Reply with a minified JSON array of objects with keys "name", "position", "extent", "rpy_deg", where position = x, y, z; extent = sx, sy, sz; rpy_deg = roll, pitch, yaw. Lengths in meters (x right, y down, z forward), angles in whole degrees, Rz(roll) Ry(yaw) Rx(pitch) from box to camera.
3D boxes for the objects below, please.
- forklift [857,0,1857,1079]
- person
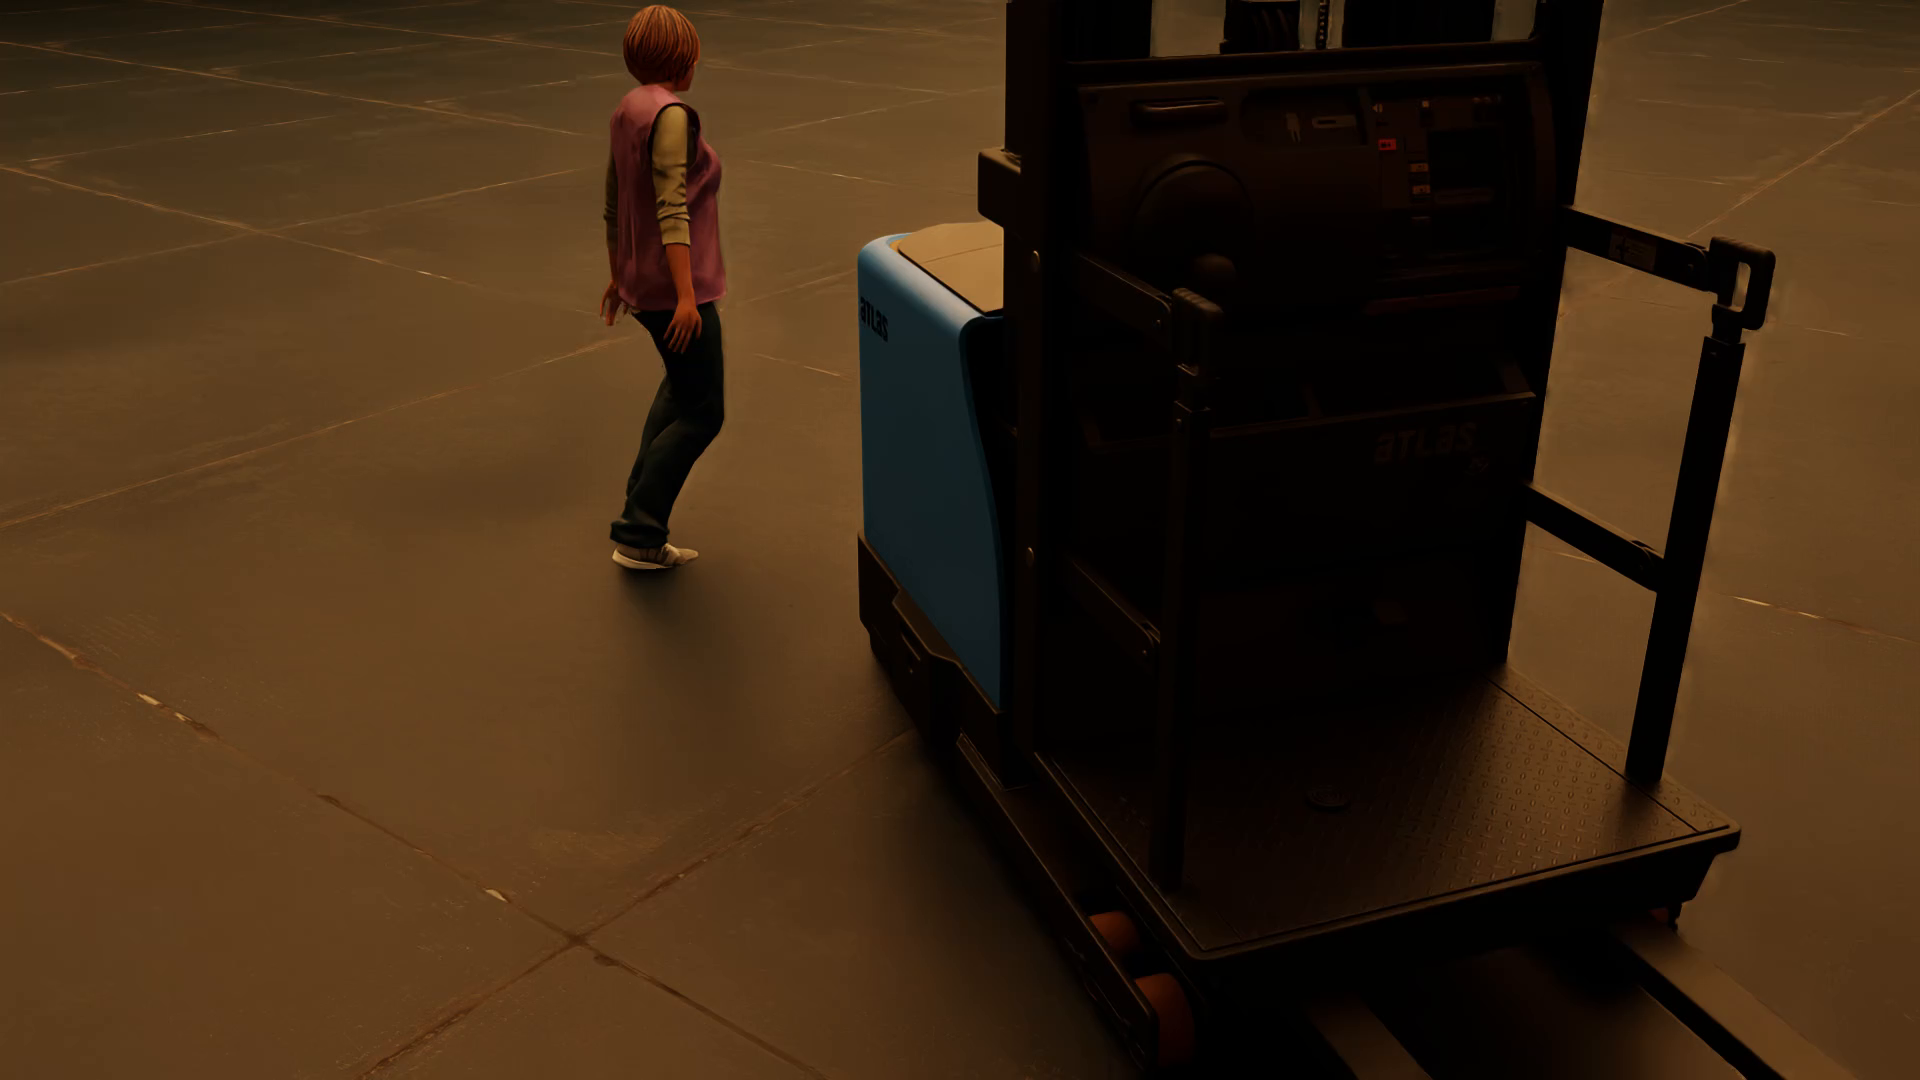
[{"name":"forklift","position":[0.717,-0.609,2.733],"extent":[1.130,2.935,3.031],"rpy_deg":[-8,25,-18]},{"name":"person","position":[-0.866,-0.678,4.695],"extent":[0.420,1.571,0.745],"rpy_deg":[-11,26,-24]}]
